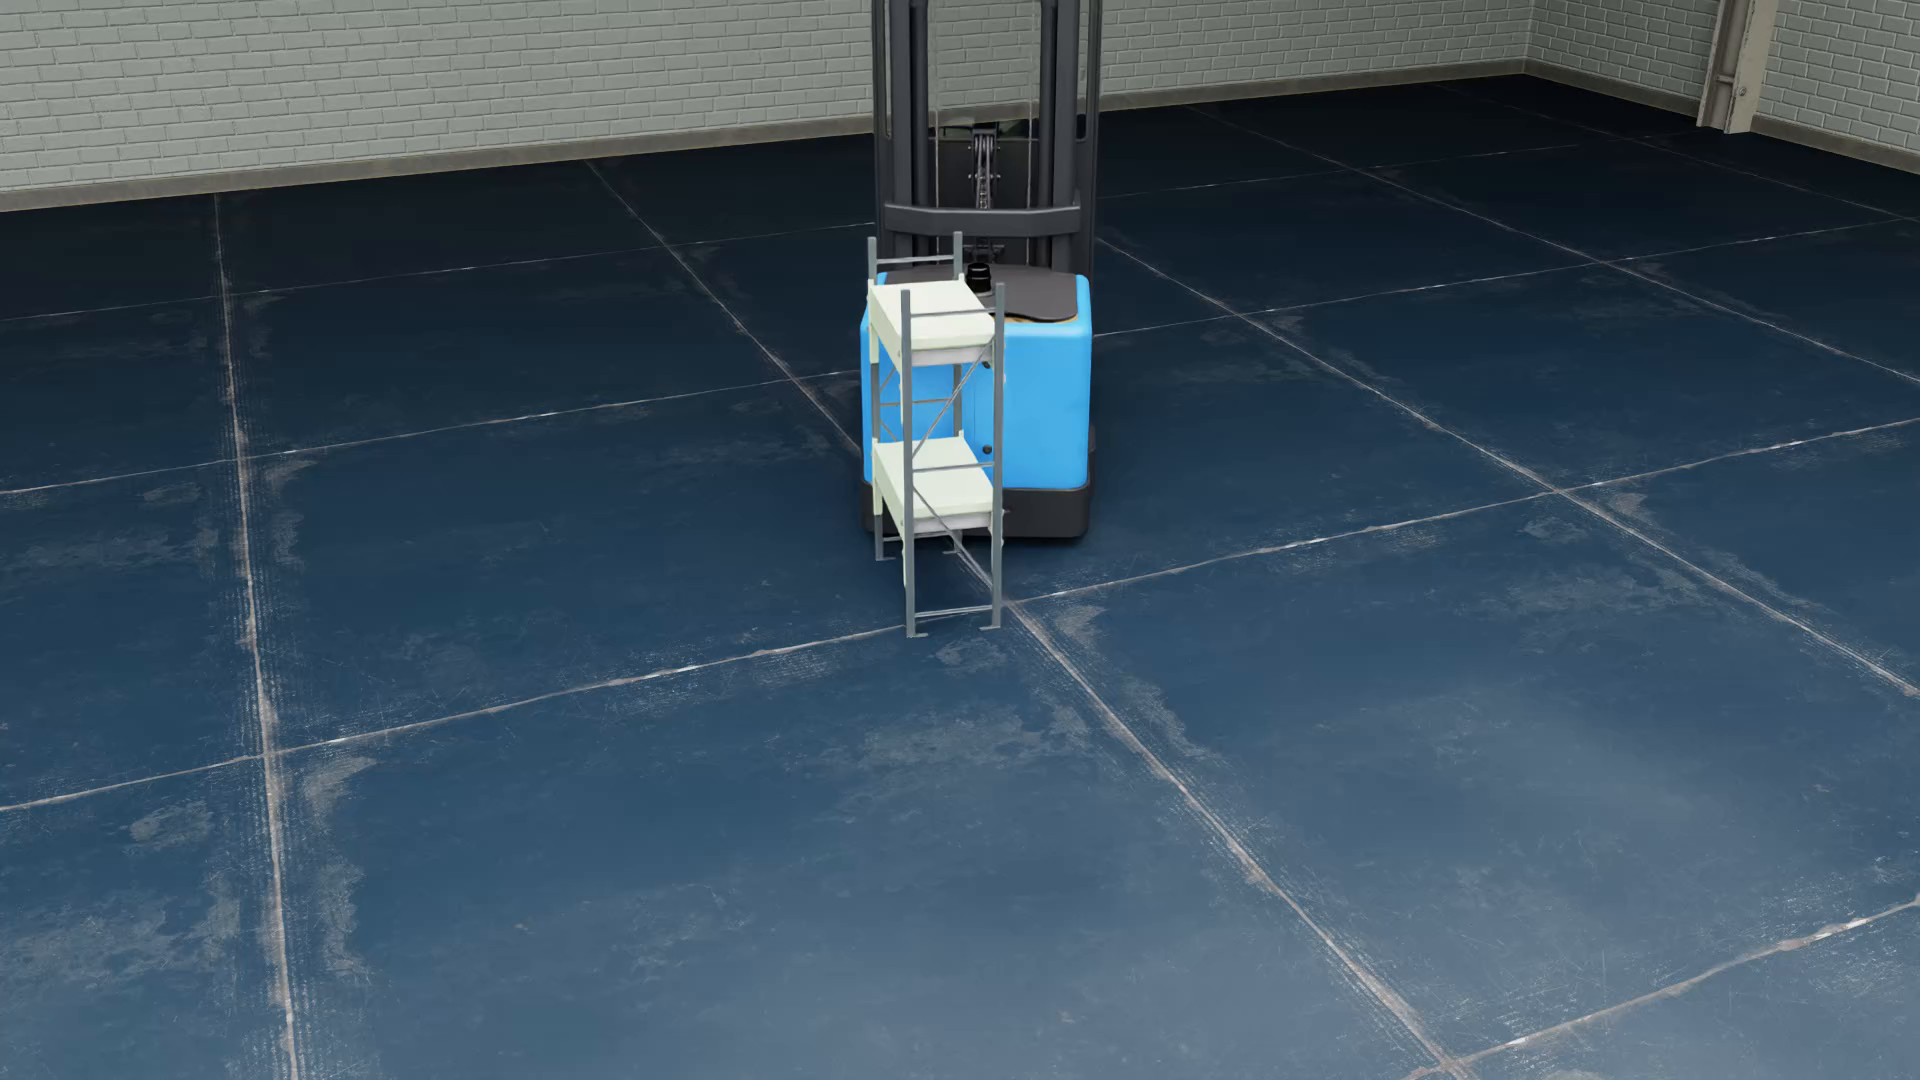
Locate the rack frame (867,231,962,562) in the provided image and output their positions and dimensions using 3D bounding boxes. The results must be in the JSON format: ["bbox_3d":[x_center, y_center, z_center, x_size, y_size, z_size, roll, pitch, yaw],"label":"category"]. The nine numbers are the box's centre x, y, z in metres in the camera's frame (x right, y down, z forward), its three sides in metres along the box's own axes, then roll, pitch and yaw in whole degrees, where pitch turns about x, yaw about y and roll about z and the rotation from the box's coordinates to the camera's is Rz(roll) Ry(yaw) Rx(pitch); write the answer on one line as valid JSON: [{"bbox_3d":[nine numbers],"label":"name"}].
[{"bbox_3d":[-0.188,-0.599,7.267,0.400,1.500,0.023,-6,27,-11],"label":"rack frame"}]

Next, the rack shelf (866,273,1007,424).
[{"bbox_3d":[-0.107,-0.793,6.775,0.431,0.370,0.720,-6,27,-11],"label":"rack shelf"}]

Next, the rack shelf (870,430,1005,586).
[{"bbox_3d":[-0.107,-0.149,7.089,0.431,0.370,0.720,-6,27,-11],"label":"rack shelf"}]

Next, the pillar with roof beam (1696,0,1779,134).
[{"bbox_3d":[3.262,-7.199,12.239,9.100,9.000,0.400,-11,28,-21],"label":"pillar with roof beam"}]

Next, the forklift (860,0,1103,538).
[{"bbox_3d":[0.138,-1.935,8.372,1.130,2.935,3.031,1,26,3],"label":"forklift"}]

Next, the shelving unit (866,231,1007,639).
[{"bbox_3d":[-0.107,-0.442,6.946,0.431,1.500,0.755,-6,27,-11],"label":"shelving unit"}]

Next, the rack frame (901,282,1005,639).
[{"bbox_3d":[-0.026,-0.286,6.625,0.400,1.500,0.023,-6,27,-11],"label":"rack frame"}]
